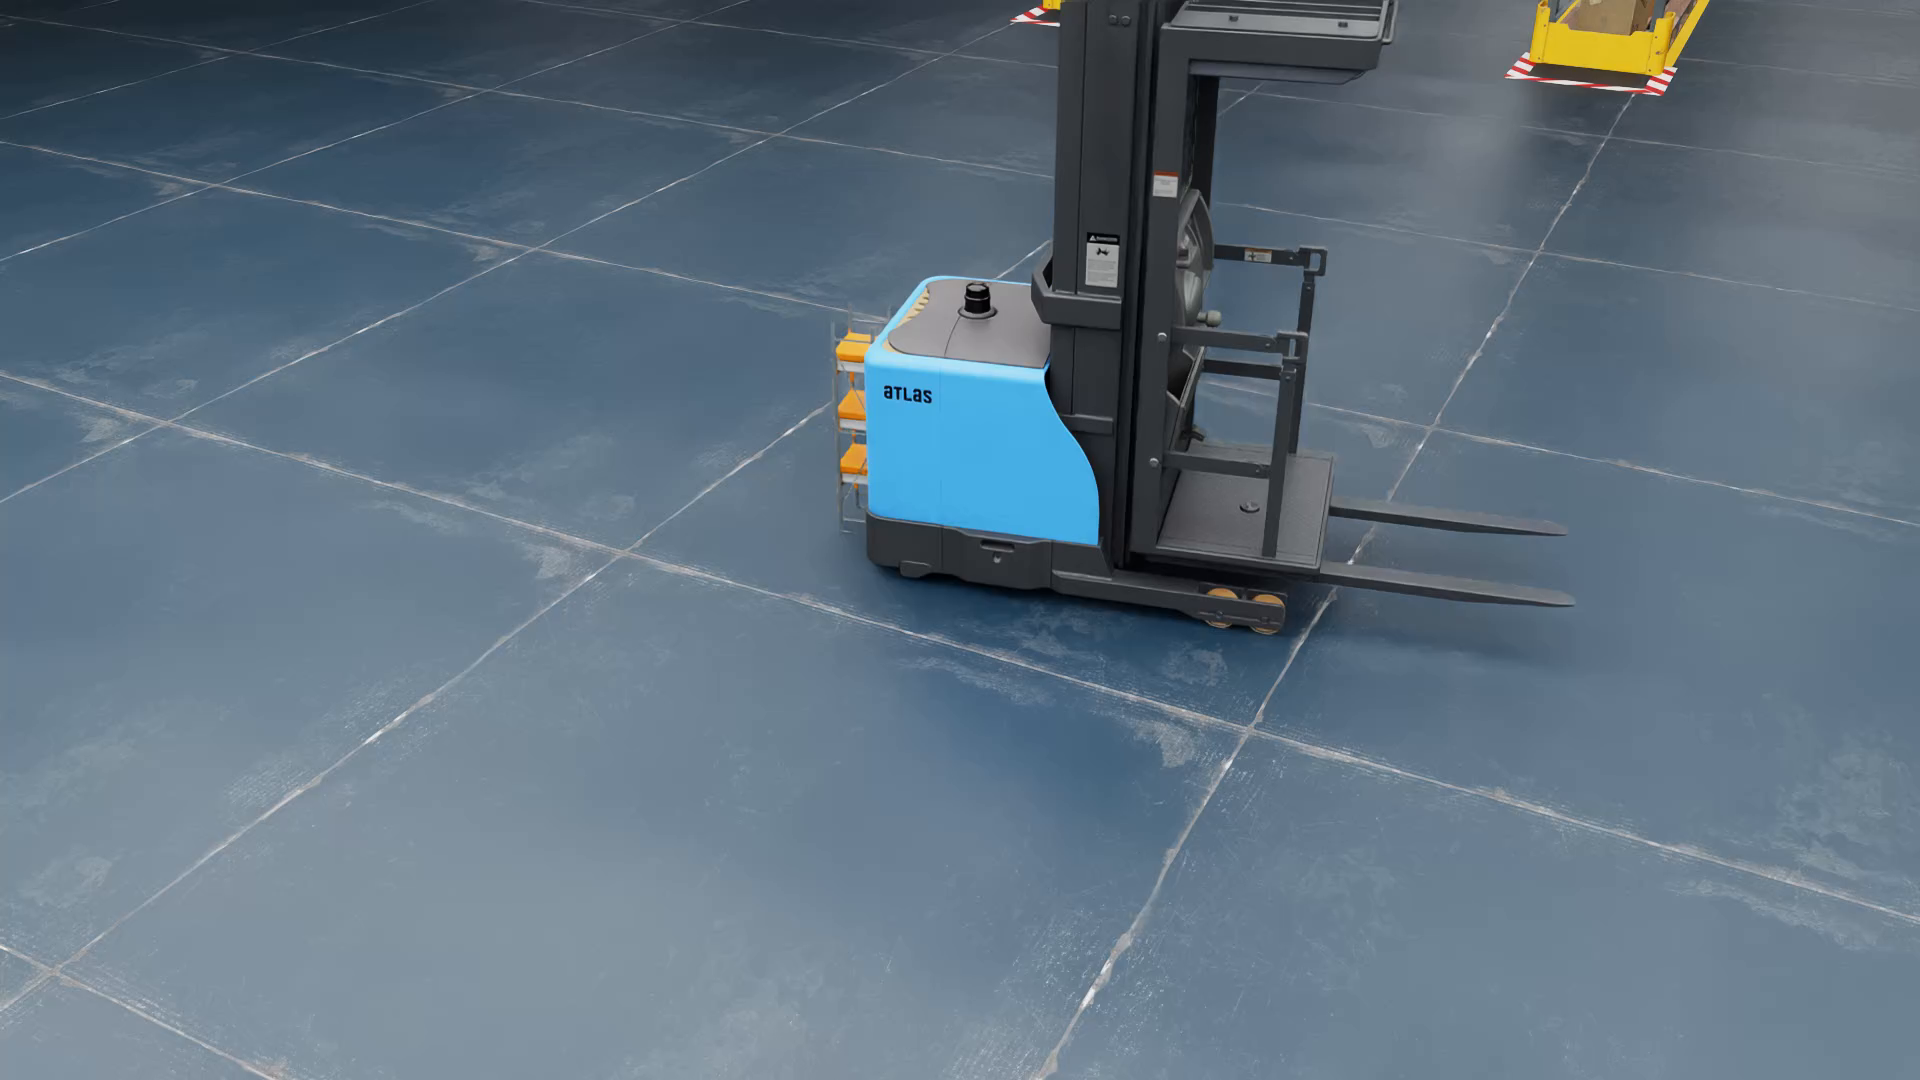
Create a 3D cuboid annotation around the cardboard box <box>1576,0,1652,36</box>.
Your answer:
[{"bbox_3d":[6.165,-5.050,15.620,0.500,0.500,0.500,21,36,32],"label":"cardboard box"}]

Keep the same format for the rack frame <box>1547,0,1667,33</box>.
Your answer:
[{"bbox_3d":[5.866,-5.678,14.626,1.000,3.000,0.127,14,33,23],"label":"rack frame"}]

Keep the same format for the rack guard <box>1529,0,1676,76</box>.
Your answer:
[{"bbox_3d":[5.900,-4.628,15.307,1.175,0.500,0.348,14,33,23],"label":"rack guard"}]

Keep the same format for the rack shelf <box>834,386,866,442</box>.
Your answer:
[{"bbox_3d":[-0.438,-0.532,7.644,0.215,0.259,0.240,8,31,13],"label":"rack shelf"}]

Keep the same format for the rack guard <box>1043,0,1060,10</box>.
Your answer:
[{"bbox_3d":[1.449,-5.762,17.283,1.175,0.500,0.348,14,33,23],"label":"rack guard"}]

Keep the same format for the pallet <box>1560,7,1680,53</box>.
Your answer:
[{"bbox_3d":[6.302,-4.855,15.993,1.003,0.211,1.213,14,33,23],"label":"pallet"}]

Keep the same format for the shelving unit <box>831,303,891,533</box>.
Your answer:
[{"bbox_3d":[-0.438,-0.541,7.638,0.215,1.050,0.252,8,31,13],"label":"shelving unit"}]

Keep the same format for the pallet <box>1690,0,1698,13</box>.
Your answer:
[{"bbox_3d":[7.413,-5.937,17.876,1.003,0.211,1.213,14,33,23],"label":"pallet"}]

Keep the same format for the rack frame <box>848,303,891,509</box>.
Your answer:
[{"bbox_3d":[-0.407,-0.600,7.741,0.200,1.050,0.008,8,31,13],"label":"rack frame"}]

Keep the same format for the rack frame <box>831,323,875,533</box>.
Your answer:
[{"bbox_3d":[-0.470,-0.483,7.536,0.200,1.050,0.008,8,31,13],"label":"rack frame"}]

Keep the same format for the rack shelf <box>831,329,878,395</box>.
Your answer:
[{"bbox_3d":[-0.438,-0.778,7.502,0.215,0.259,0.240,8,31,13],"label":"rack shelf"}]

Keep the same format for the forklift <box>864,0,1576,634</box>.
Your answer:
[{"bbox_3d":[1.155,-1.166,6.837,3.031,2.935,1.130,8,31,13],"label":"forklift"}]

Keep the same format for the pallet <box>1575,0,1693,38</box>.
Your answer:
[{"bbox_3d":[6.859,-5.394,16.931,1.003,0.211,1.213,14,33,23],"label":"pallet"}]

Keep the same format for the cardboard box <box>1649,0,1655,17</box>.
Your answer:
[{"bbox_3d":[6.407,-5.322,16.095,0.500,0.500,0.500,24,38,36],"label":"cardboard box"}]

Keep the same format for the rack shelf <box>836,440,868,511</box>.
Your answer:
[{"bbox_3d":[-0.438,-0.291,7.782,0.215,0.259,0.240,8,31,13],"label":"rack shelf"}]
